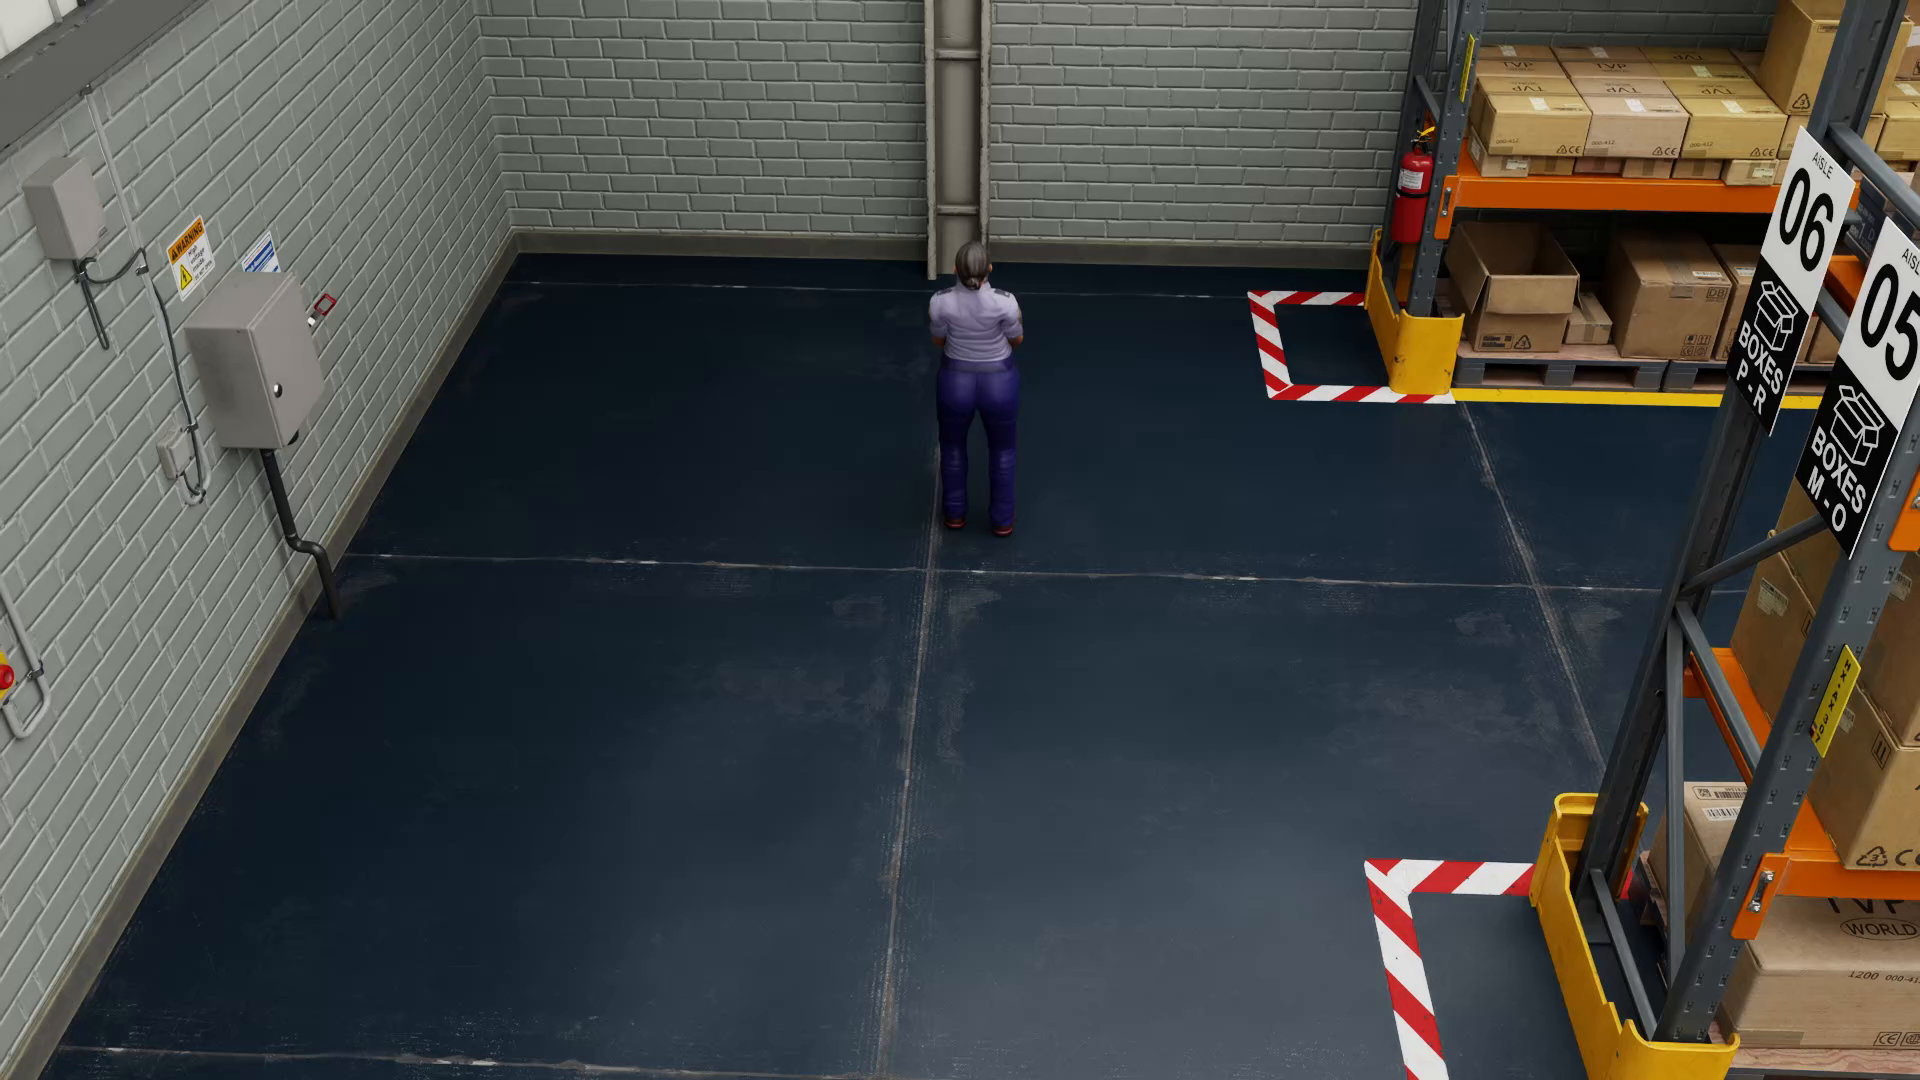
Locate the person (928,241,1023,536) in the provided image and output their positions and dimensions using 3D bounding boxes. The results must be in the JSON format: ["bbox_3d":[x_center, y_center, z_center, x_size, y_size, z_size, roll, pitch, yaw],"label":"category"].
[{"bbox_3d":[0.080,-0.788,8.226,0.452,1.634,0.524,2,36,2],"label":"person"}]
